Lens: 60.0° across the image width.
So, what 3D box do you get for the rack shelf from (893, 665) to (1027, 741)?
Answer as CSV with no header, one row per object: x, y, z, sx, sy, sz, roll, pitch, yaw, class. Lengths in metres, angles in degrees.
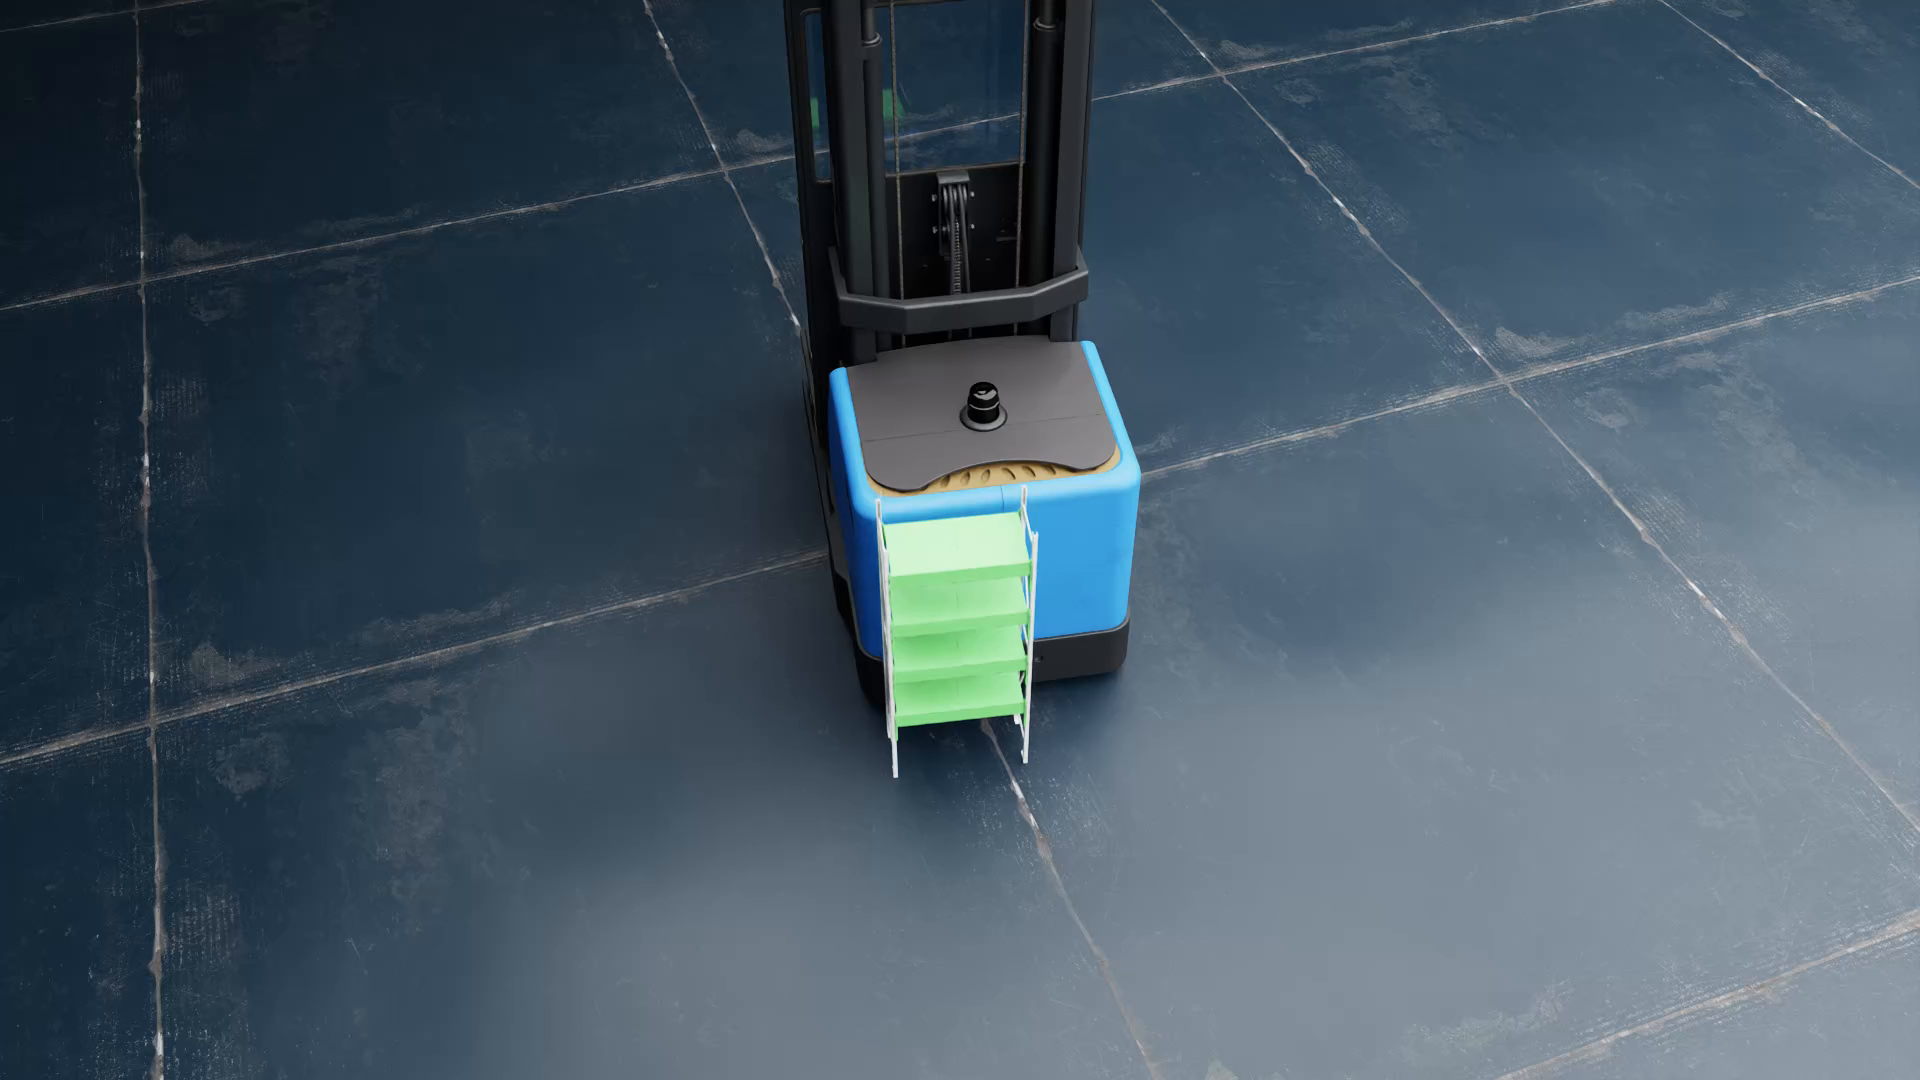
-0.013,0.565,6.077,0.480,0.148,0.258,-6,45,-6,rack shelf

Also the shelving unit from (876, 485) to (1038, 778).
-0.014,0.350,5.863,0.503,1.200,0.258,-6,45,-6,shelving unit

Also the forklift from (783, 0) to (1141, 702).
-0.108,-1.475,6.460,1.130,2.935,3.031,-7,46,-7,forklift

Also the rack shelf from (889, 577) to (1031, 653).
-0.014,0.226,5.738,0.480,0.148,0.258,-6,45,-6,rack shelf

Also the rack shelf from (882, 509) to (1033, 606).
-0.014,0.056,5.568,0.480,0.148,0.258,-6,45,-6,rack shelf

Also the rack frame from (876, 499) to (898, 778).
-0.255,0.374,5.839,0.015,1.200,0.240,-6,45,-6,rack frame

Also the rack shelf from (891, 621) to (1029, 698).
-0.014,0.396,5.908,0.480,0.148,0.258,-6,45,-6,rack shelf

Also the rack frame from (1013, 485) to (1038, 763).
0.228,0.327,5.886,0.015,1.200,0.240,-6,45,-6,rack frame
